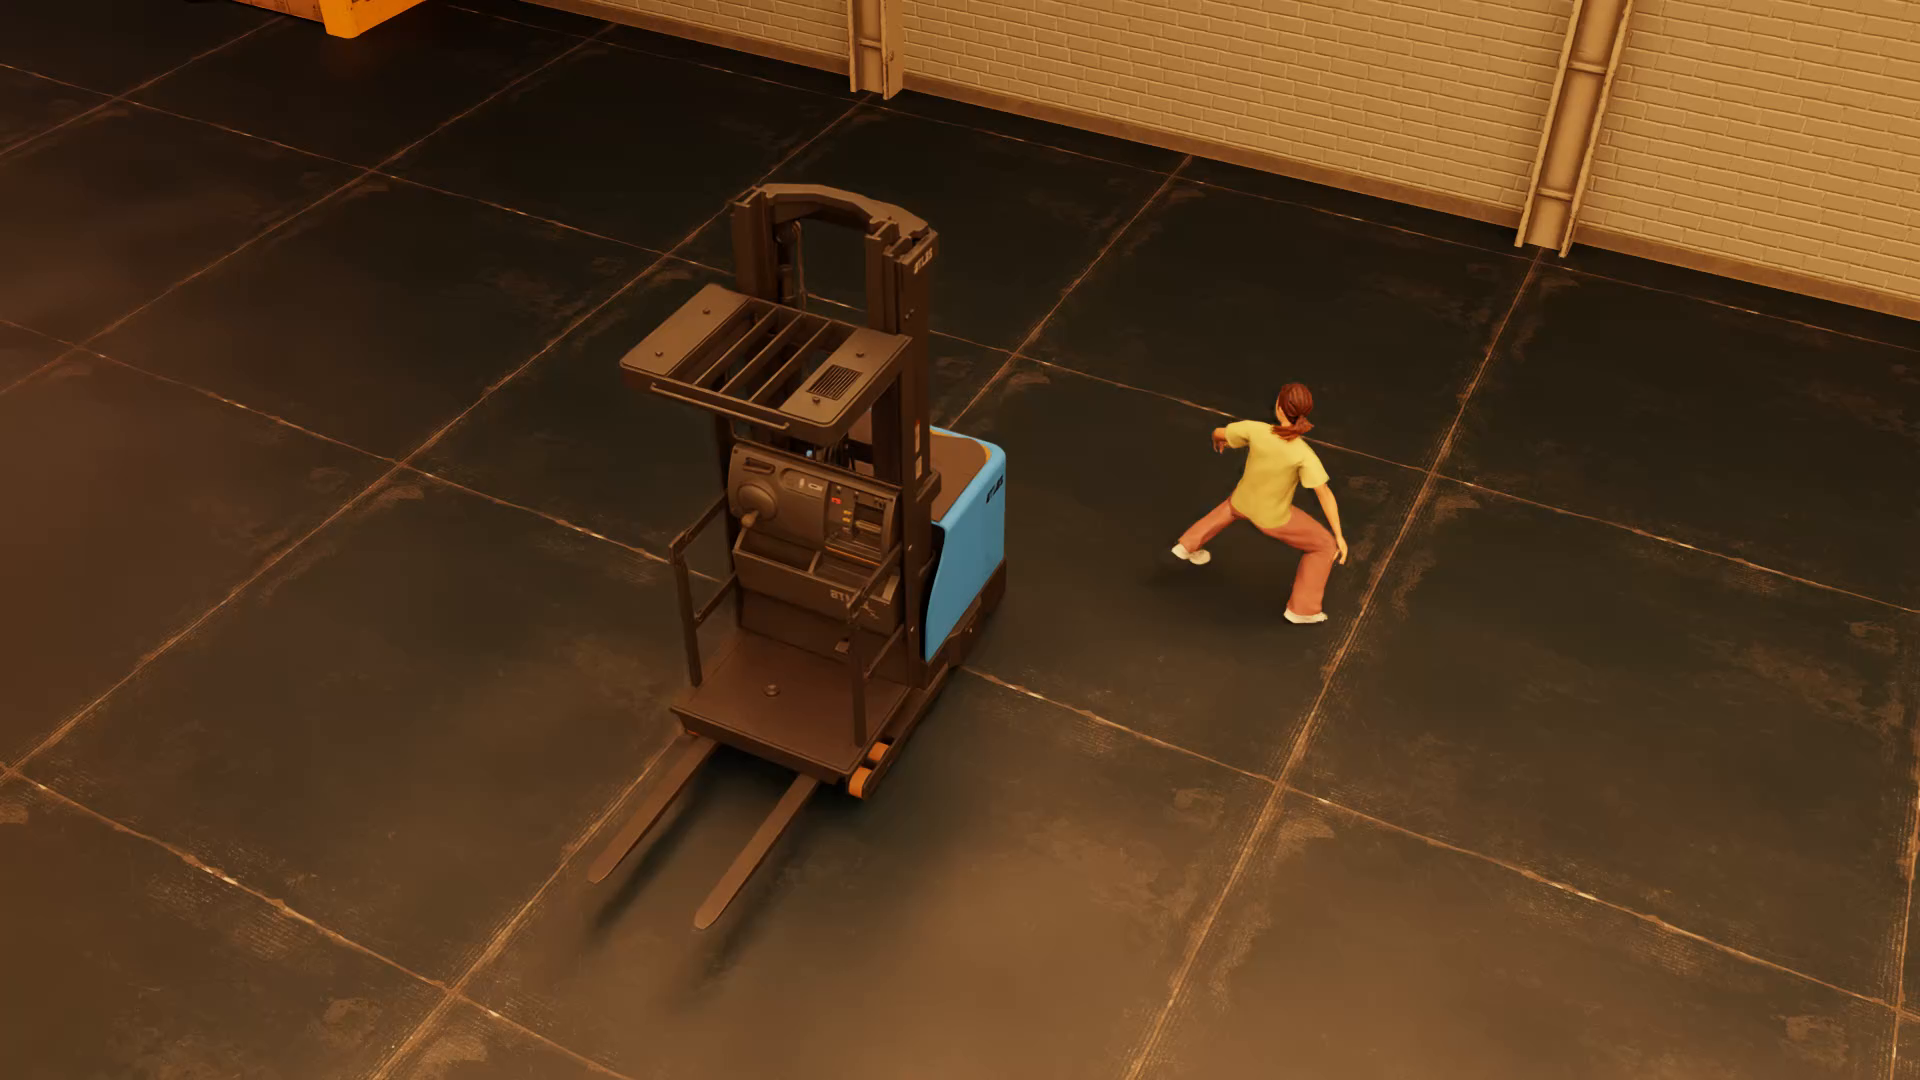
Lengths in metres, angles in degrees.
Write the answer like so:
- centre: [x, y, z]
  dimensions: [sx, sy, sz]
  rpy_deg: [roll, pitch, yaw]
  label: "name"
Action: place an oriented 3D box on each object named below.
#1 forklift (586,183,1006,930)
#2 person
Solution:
- centre: [-0.832, -0.102, 8.107]
  dimensions: [1.130, 2.935, 3.031]
  rpy_deg: [17, 43, 20]
  label: "forklift"
- centre: [1.780, -0.192, 9.356]
  dimensions: [0.507, 1.566, 1.071]
  rpy_deg: [-32, 50, -32]
  label: "person"
